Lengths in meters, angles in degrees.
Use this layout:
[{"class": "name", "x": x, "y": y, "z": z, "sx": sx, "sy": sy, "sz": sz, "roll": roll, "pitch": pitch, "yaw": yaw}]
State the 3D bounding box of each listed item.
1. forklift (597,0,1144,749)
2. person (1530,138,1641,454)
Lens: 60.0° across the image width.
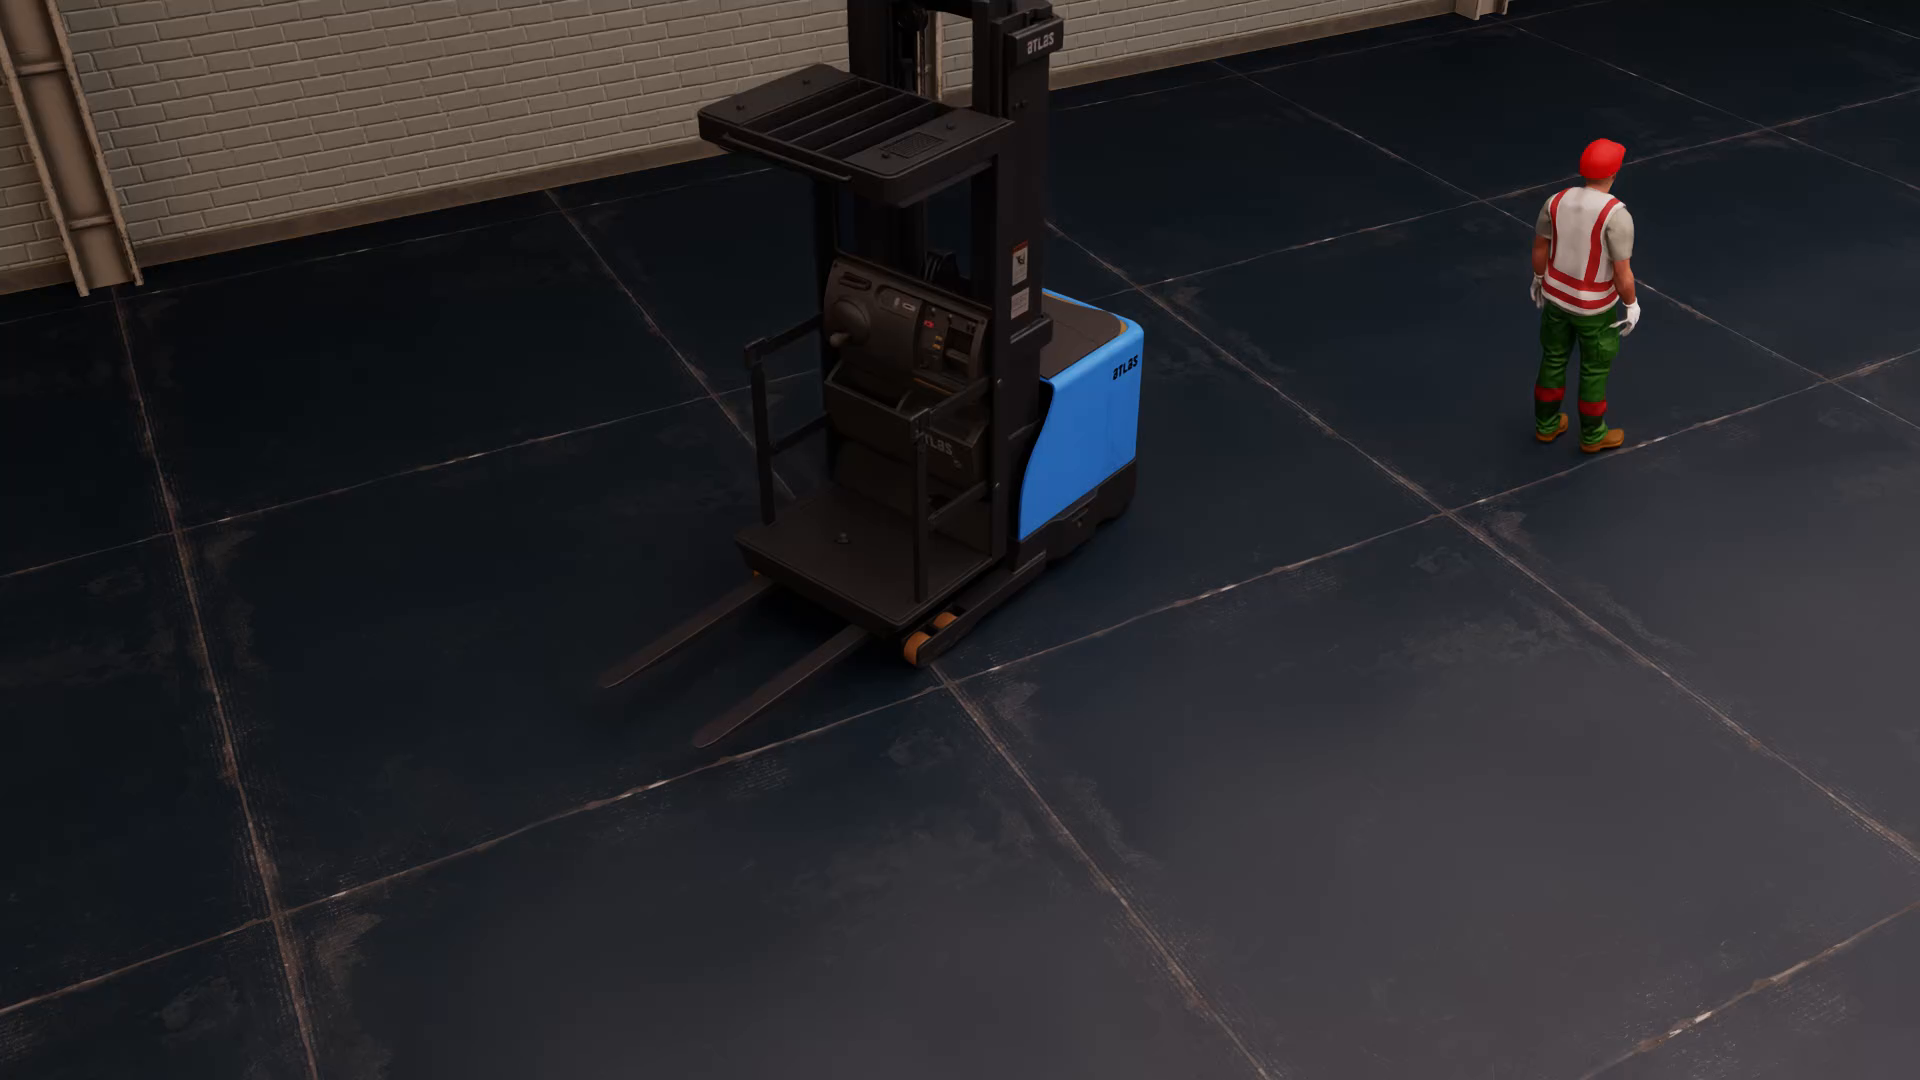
[{"class": "forklift", "x": -0.390, "y": -0.927, "z": 7.434, "sx": 1.130, "sy": 2.935, "sz": 3.031, "roll": 26, "pitch": 43, "yaw": 31}, {"class": "person", "x": 3.399, "y": -1.324, "z": 8.976, "sx": 0.552, "sy": 1.790, "sz": 0.637, "roll": -24, "pitch": 42, "yaw": -30}]
